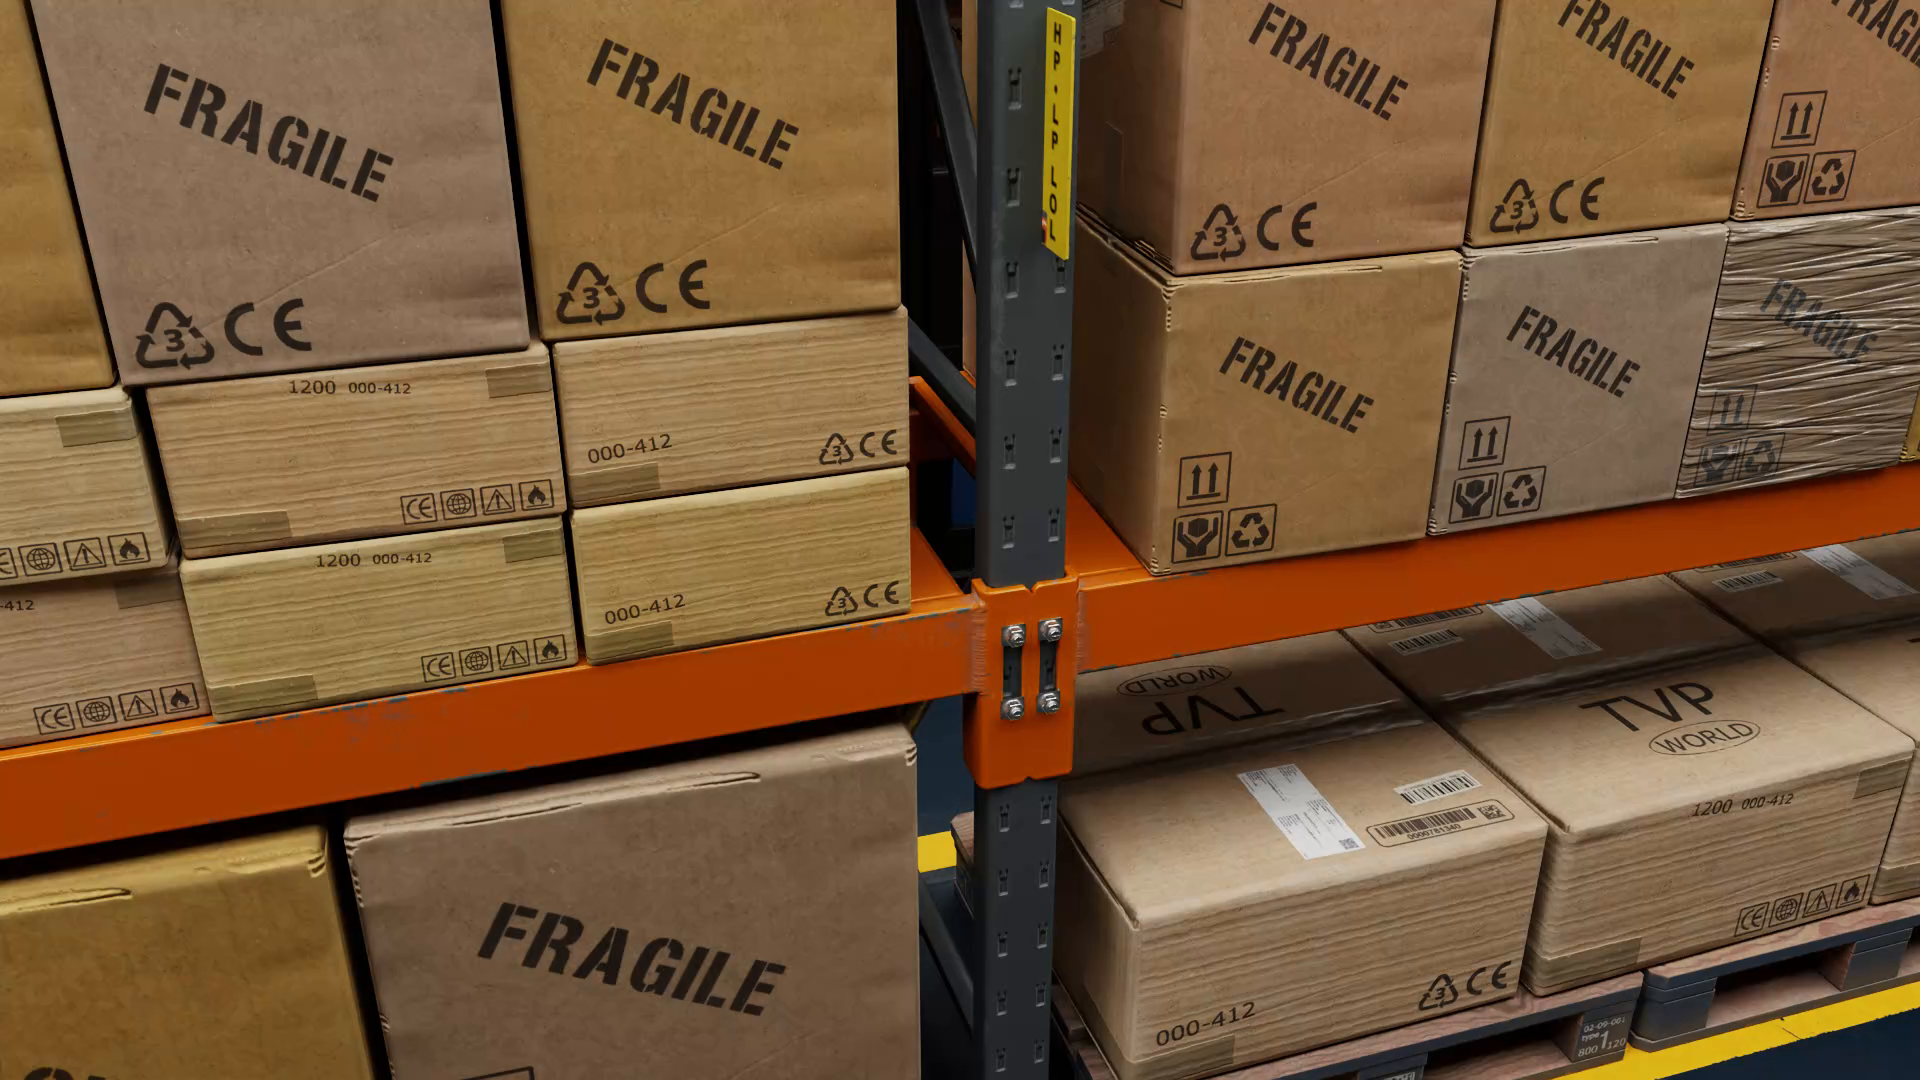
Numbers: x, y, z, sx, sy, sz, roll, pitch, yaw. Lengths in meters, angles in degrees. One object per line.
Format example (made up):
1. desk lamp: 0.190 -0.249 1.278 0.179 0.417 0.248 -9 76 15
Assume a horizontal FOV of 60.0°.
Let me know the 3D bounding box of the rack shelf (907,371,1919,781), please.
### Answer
1. rack shelf: 1.857 -0.253 3.695 4.000 0.370 1.077 -8 28 -16

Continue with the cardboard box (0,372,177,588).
1. cardboard box: -1.352 -0.147 2.279 0.500 0.250 0.500 -8 27 -15

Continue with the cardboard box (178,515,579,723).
1. cardboard box: -0.877 0.006 2.534 0.500 0.250 0.500 -9 28 -17

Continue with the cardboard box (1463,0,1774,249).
1. cardboard box: 0.966 -0.822 2.796 0.500 0.500 0.500 -9 28 -17

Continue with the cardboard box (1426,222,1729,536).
1. cardboard box: 0.963 -0.366 3.001 0.500 0.500 0.500 -8 28 -16

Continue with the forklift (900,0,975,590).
1. forklift: -0.599 -1.238 4.947 3.031 2.935 1.130 -7 27 -14

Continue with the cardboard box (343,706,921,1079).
1. cardboard box: -0.609 0.583 3.119 0.875 0.875 0.875 -7 27 -14

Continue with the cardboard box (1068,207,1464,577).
1. cardboard box: 0.483 -0.298 2.865 0.500 0.500 0.500 -7 27 -14

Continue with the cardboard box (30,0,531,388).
1. cardboard box: -0.881 -0.550 2.248 0.500 0.500 0.500 -8 27 -15

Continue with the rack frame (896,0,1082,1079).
1. rack frame: -0.044 -0.299 2.980 0.127 3.000 1.000 -8 28 -16

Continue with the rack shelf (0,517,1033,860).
1. rack shelf: -1.946 0.298 2.585 4.000 0.370 1.077 -8 28 -16

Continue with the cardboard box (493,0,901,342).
1. cardboard box: -0.391 -0.624 2.397 0.500 0.500 0.500 -7 27 -14

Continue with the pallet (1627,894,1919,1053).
1. pallet: 1.865 0.708 4.086 1.213 0.211 1.003 -8 28 -16

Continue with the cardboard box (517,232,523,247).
1. cardboard box: -0.550 -0.515 3.020 0.500 0.250 0.500 -9 28 -18

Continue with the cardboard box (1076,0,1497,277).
1. cardboard box: 0.483 -0.755 2.661 0.500 0.500 0.500 -8 28 -16

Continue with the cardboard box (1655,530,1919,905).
1. cardboard box: 2.295 0.372 4.036 0.875 0.438 0.875 -7 27 -15

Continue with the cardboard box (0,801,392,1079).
1. cardboard box: -1.466 0.711 2.862 0.875 0.875 0.875 -7 27 -15

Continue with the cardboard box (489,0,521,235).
1. cardboard box: -0.552 -0.853 2.858 0.500 0.500 0.500 -8 27 -16

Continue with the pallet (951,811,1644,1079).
1. pallet: 0.703 0.878 3.744 1.213 0.211 1.003 -8 28 -16

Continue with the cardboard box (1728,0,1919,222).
1. cardboard box: 1.456 -0.888 2.928 0.500 0.500 0.500 -8 27 -15

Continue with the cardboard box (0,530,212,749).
1. cardboard box: -1.363 0.067 2.410 0.500 0.250 0.500 -9 28 -17

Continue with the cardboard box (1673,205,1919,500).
1. cardboard box: 1.438 -0.431 3.133 0.500 0.500 0.500 -8 28 -16

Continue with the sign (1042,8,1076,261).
1. sign: 0.133 -0.554 2.280 0.005 0.325 0.100 -8 28 -16

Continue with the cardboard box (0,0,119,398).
1. cardboard box: -1.369 -0.488 2.124 0.500 0.500 0.500 -7 27 -15

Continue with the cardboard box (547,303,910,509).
1. cardboard box: -0.388 -0.293 2.573 0.500 0.250 0.500 -8 28 -16

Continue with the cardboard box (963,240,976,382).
1. cardboard box: 0.318 -0.516 3.304 0.500 0.500 0.500 -8 27 -16

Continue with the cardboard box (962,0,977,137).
1. cardboard box: 0.319 -0.974 3.101 0.500 0.500 0.500 -8 28 -17

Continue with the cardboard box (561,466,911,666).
1. cardboard box: -0.393 -0.064 2.674 0.500 0.250 0.500 -9 28 -17

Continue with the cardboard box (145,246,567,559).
1. cardboard box: -0.861 -0.221 2.428 0.500 0.250 0.500 -8 27 -15

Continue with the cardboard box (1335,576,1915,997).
1. cardboard box: 1.437 0.495 3.788 0.875 0.438 0.875 -9 28 -18

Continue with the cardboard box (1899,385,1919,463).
1. cardboard box: 1.927 -0.502 3.276 0.500 0.500 0.500 -7 27 -15

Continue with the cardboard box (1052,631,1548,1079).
1. cardboard box: 0.586 0.619 3.539 0.875 0.438 0.875 -9 28 -17
